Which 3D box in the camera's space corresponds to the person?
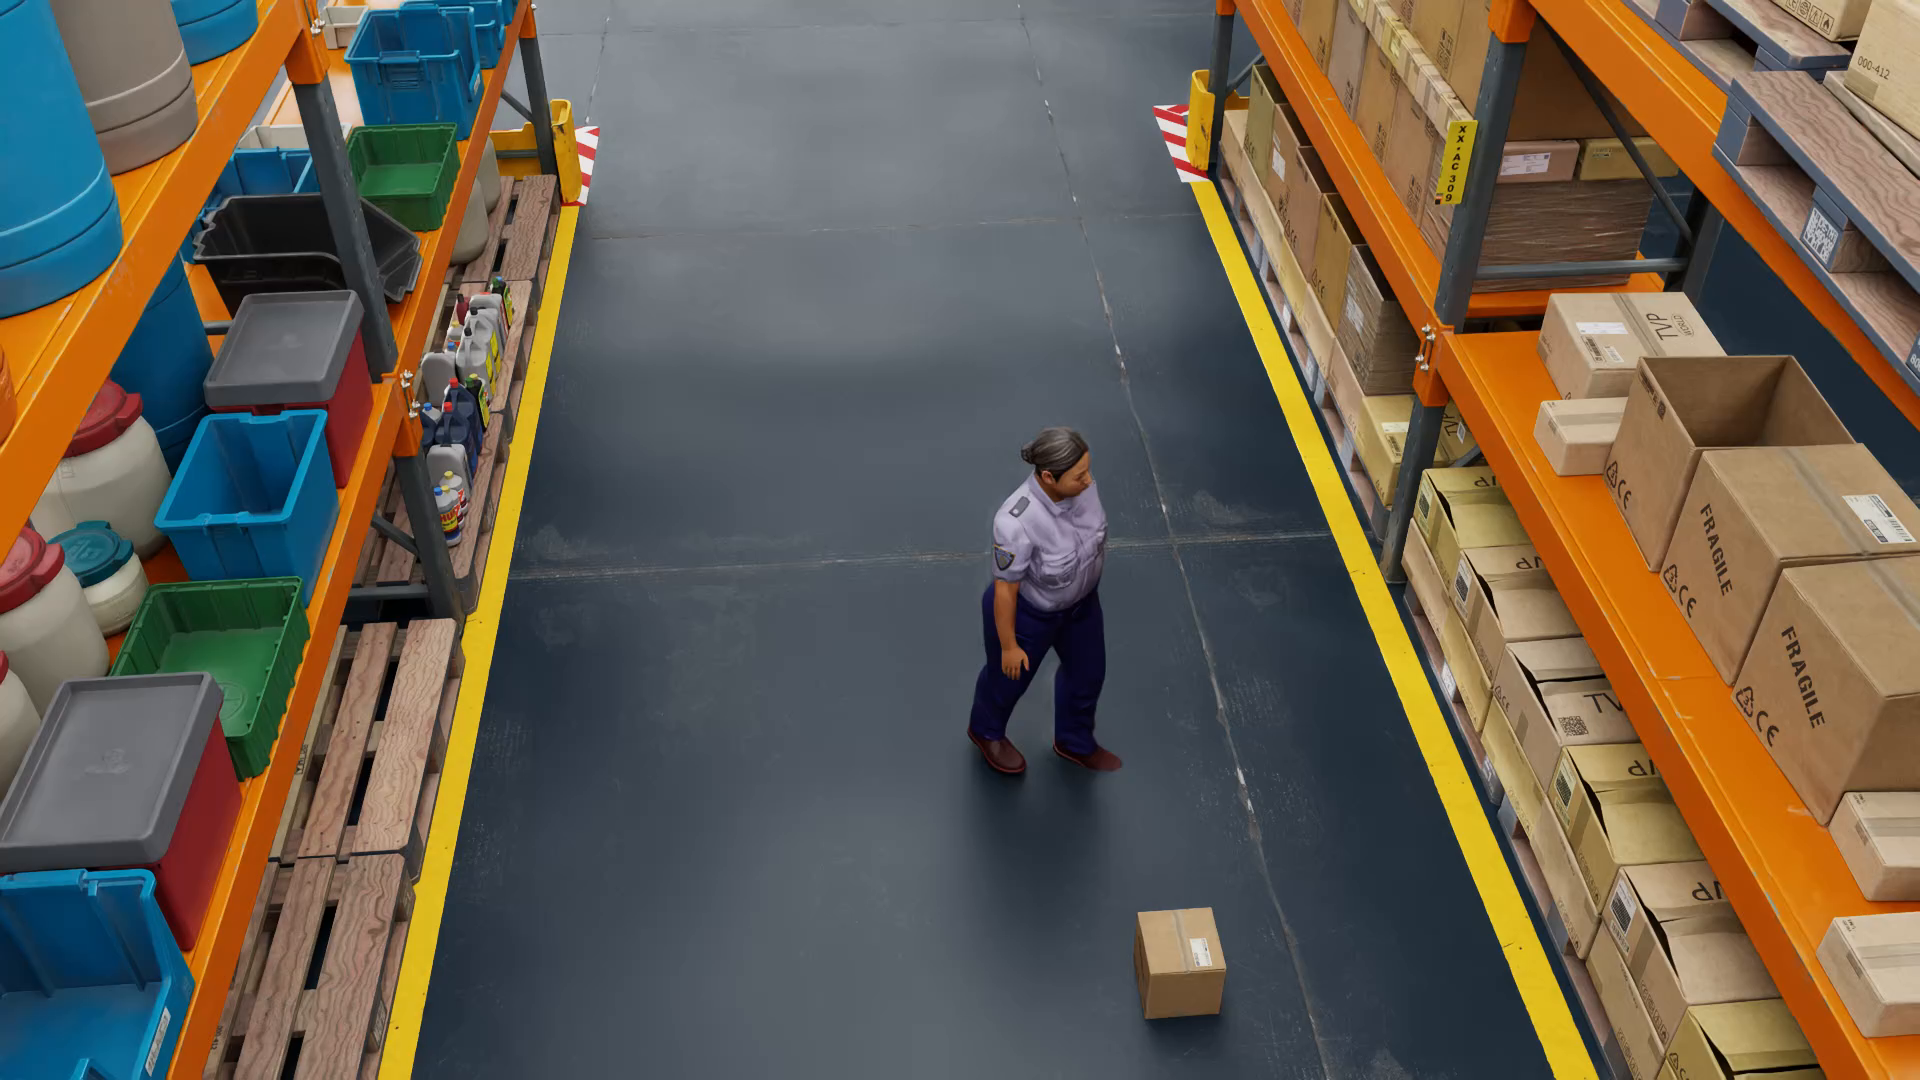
[{"bbox_3d":[0.276,0.242,5.900,0.540,1.695,0.544,-32,49,-33],"label":"person"}]
